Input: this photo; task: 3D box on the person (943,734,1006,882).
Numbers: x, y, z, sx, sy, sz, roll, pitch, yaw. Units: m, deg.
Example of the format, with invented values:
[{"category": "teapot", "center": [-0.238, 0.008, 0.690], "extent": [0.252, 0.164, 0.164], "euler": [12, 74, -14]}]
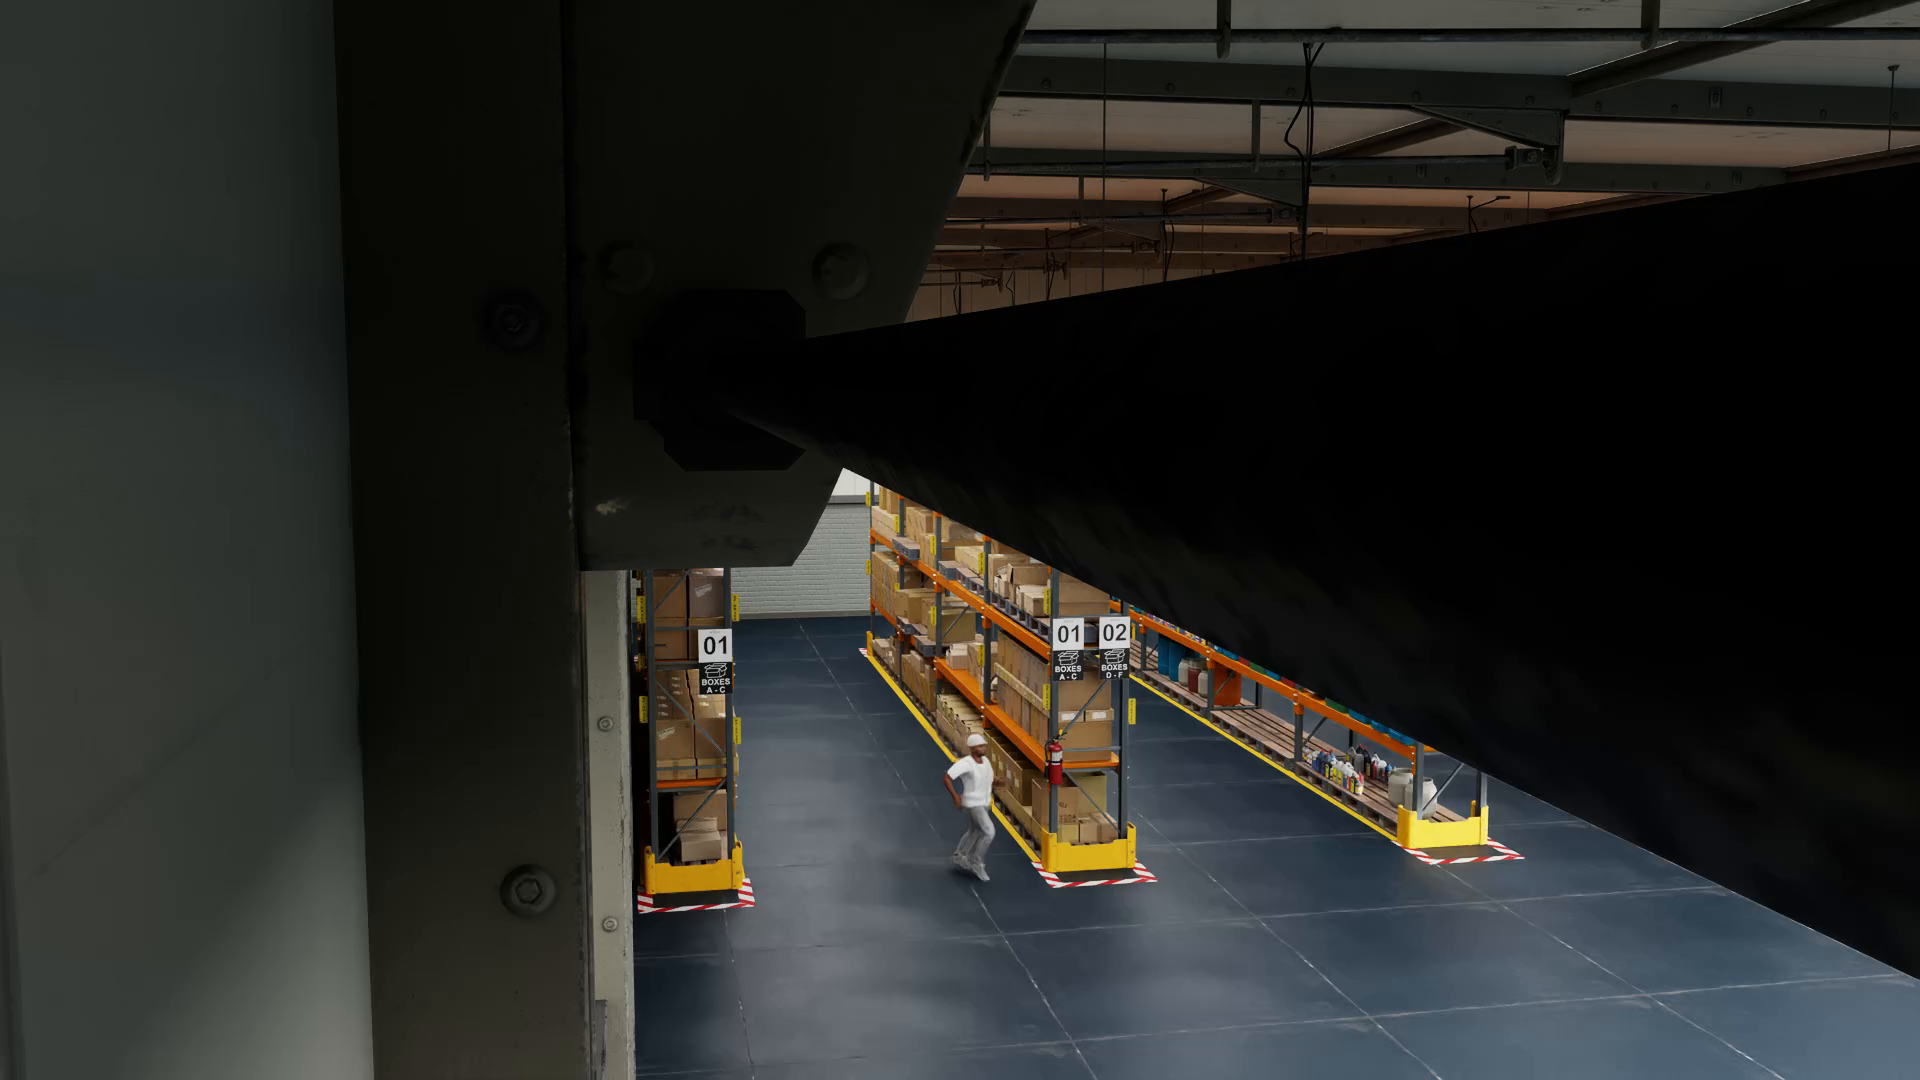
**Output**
[{"category": "person", "center": [0.212, 3.308, 20.623], "extent": [0.756, 1.815, 0.677], "euler": [3, 7, 29]}]
